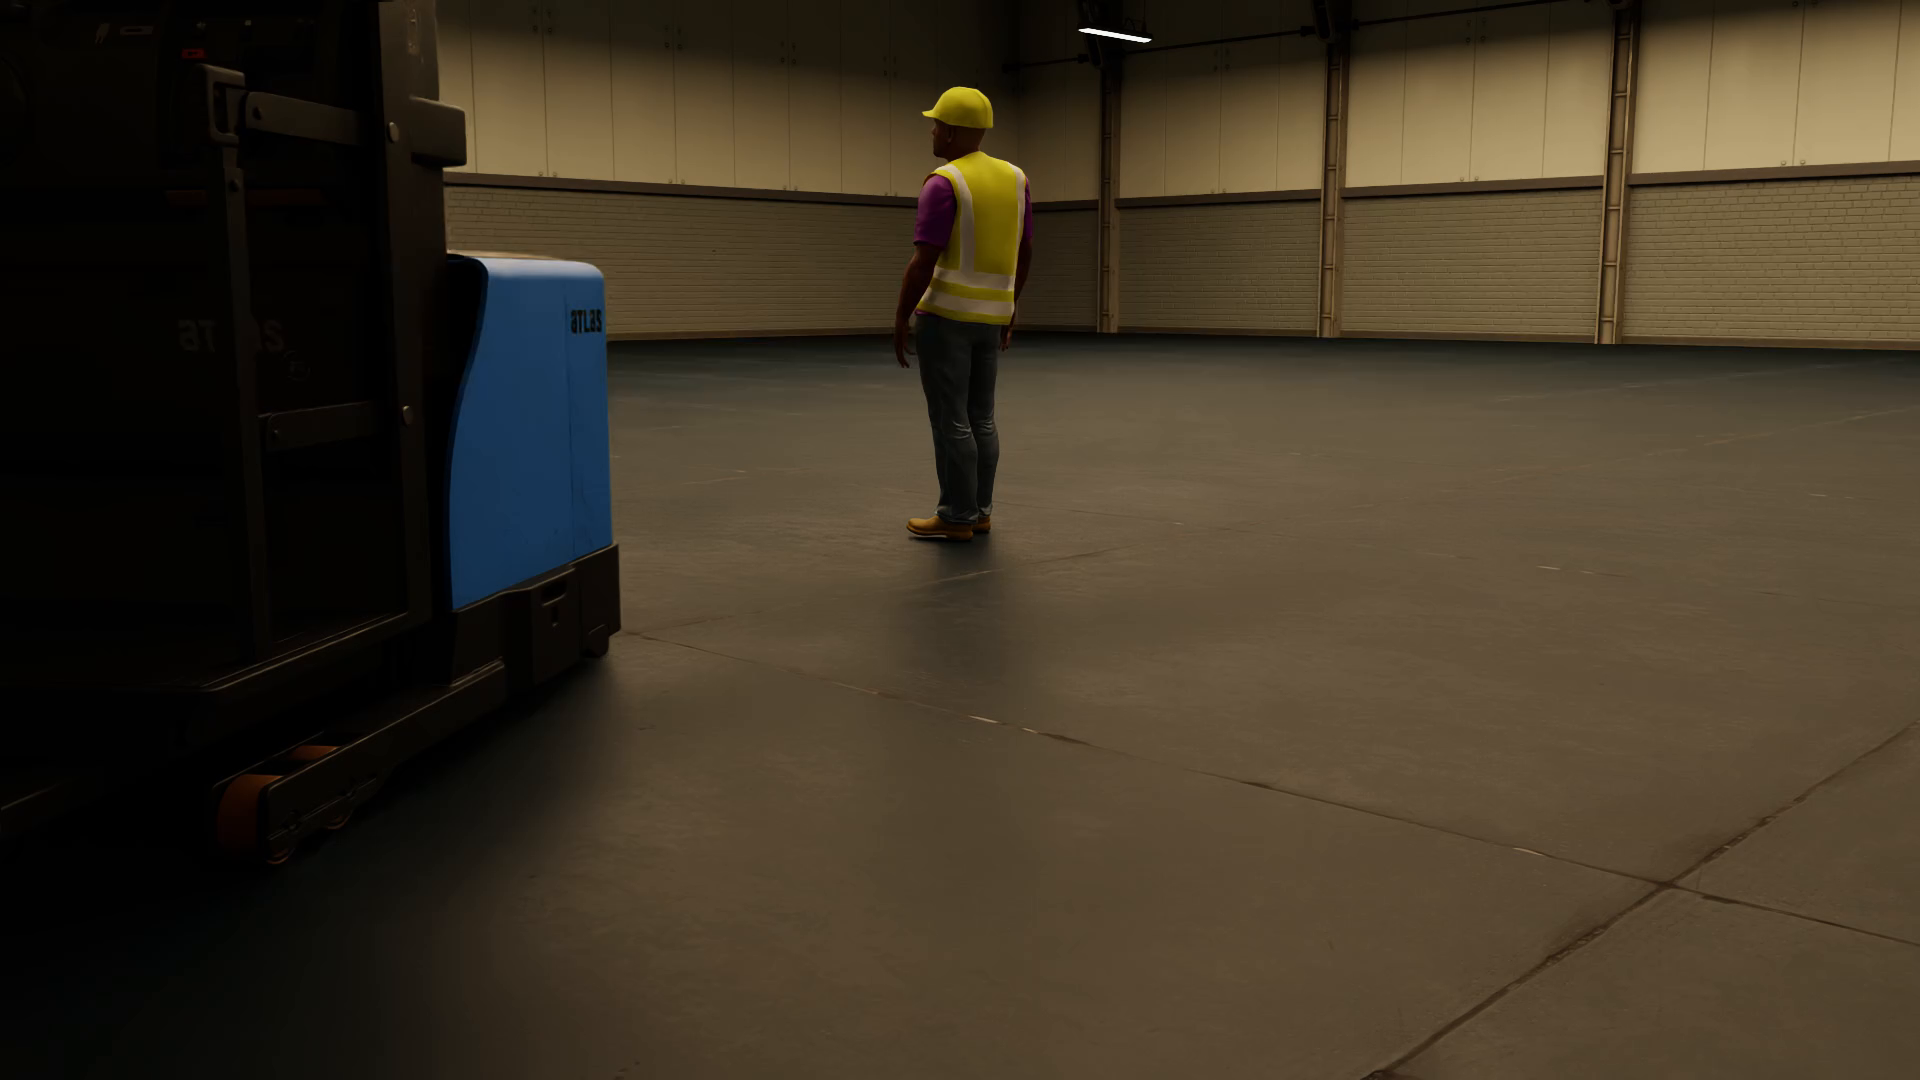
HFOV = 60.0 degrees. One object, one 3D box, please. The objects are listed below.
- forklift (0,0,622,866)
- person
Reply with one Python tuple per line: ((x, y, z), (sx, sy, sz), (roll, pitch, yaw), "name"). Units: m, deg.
((-1.675, -0.933, 3.067), (1.130, 2.935, 3.031), (1, 9, 9), "forklift")
((-0.045, -0.888, 6.637), (0.577, 1.765, 0.665), (8, 12, 43), "person")
